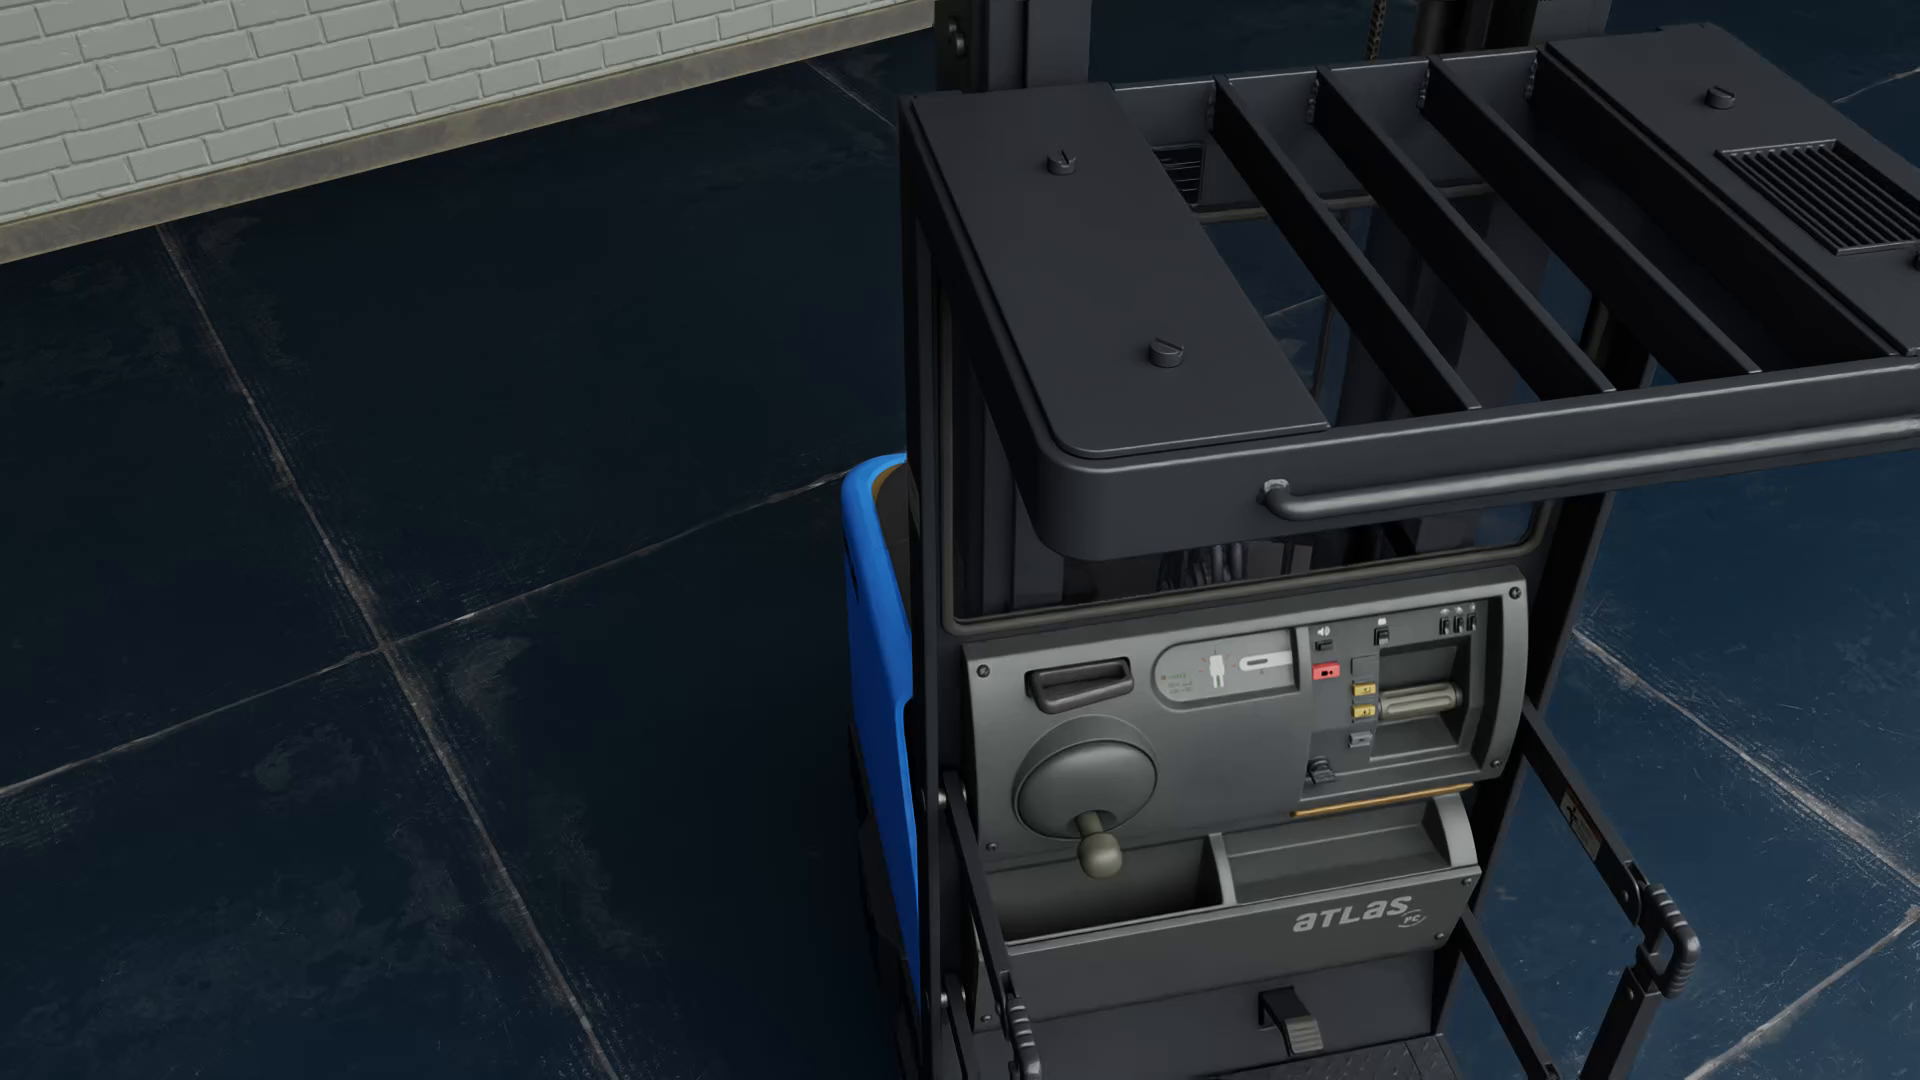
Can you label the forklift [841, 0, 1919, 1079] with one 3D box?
[{"bbox_3d":[0.517,0.372,2.514,1.130,2.935,3.031,-8,40,-9],"label":"forklift"}]
